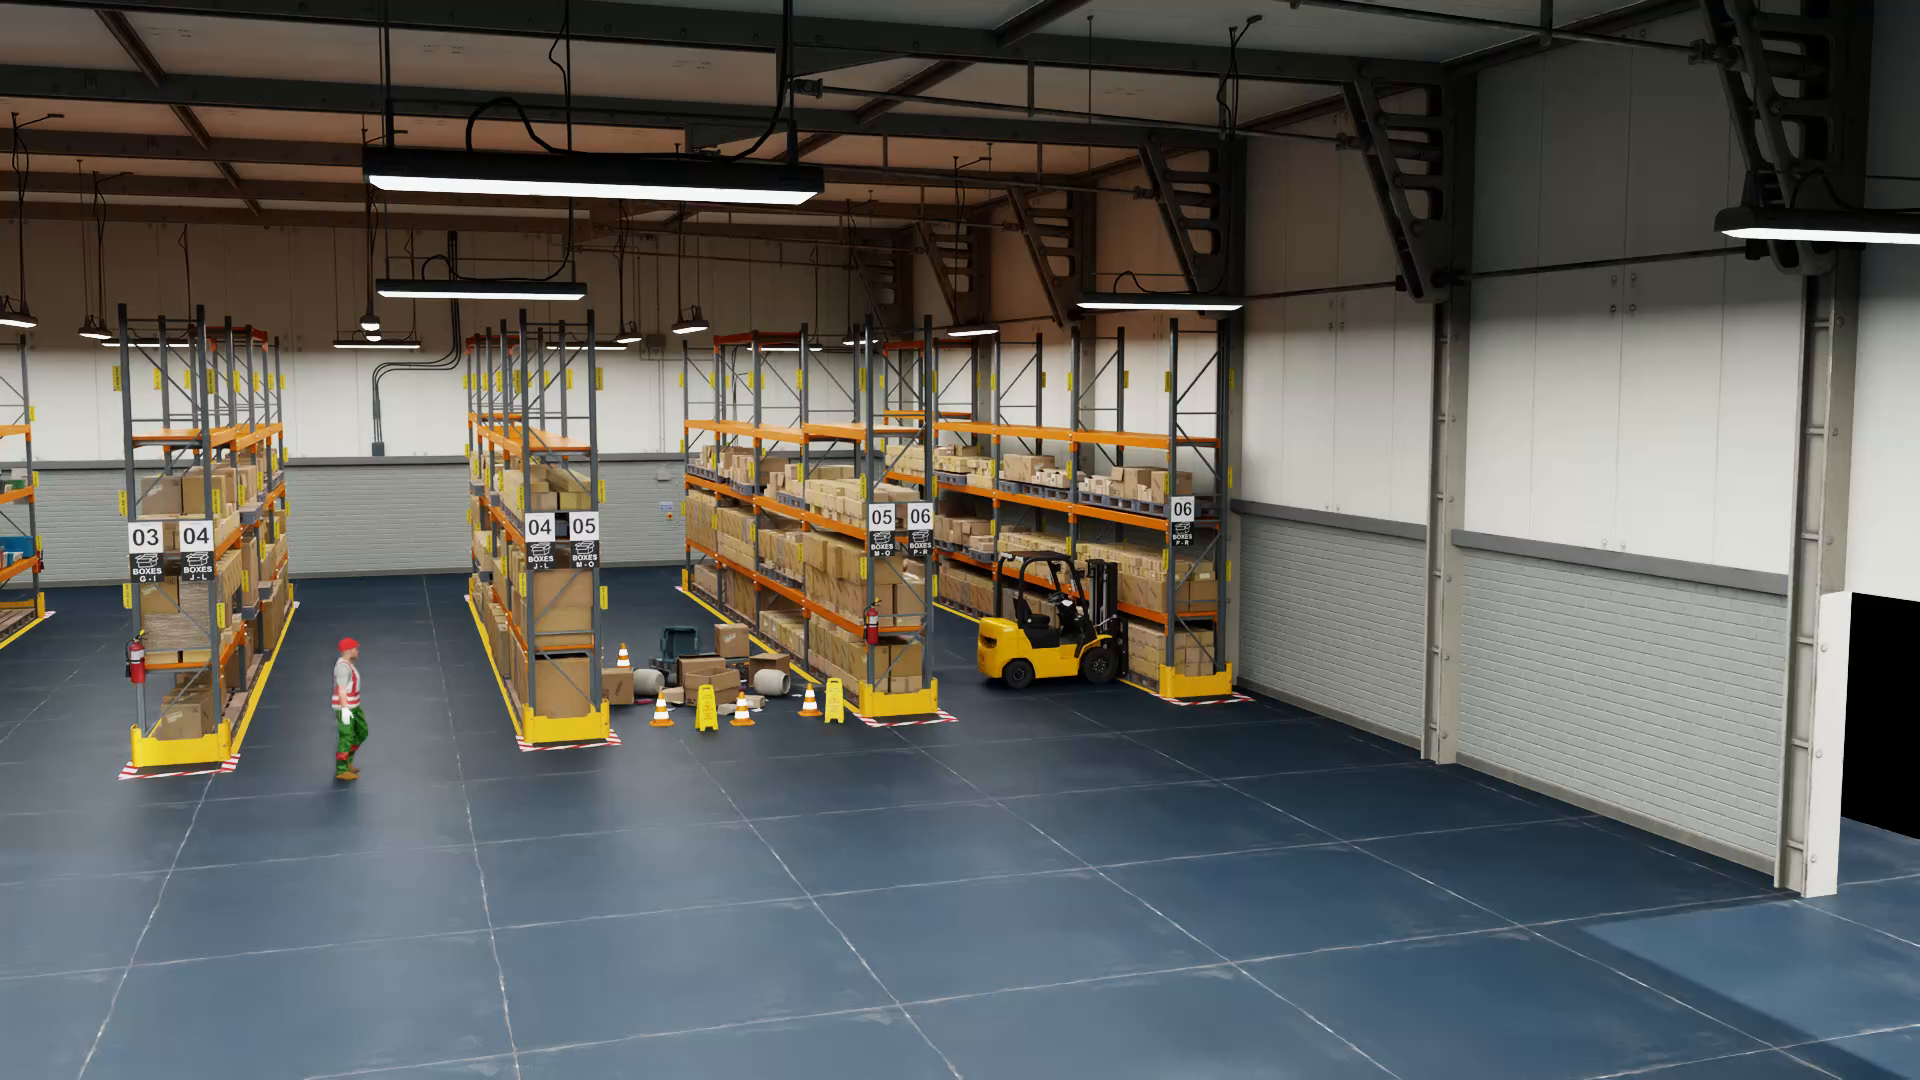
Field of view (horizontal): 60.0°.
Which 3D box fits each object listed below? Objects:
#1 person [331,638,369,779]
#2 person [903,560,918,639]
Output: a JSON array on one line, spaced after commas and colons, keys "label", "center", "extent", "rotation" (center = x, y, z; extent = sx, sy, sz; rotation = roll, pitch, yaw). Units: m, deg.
[{"label": "person", "center": [-7.755, 2.129, 21.029], "extent": [0.406, 1.787, 0.661], "rotation": [-1, 5, -6]}, {"label": "person", "center": [-1.022, 1.270, 30.069], "extent": [0.561, 1.830, 0.651], "rotation": [-2, 6, -23]}]
